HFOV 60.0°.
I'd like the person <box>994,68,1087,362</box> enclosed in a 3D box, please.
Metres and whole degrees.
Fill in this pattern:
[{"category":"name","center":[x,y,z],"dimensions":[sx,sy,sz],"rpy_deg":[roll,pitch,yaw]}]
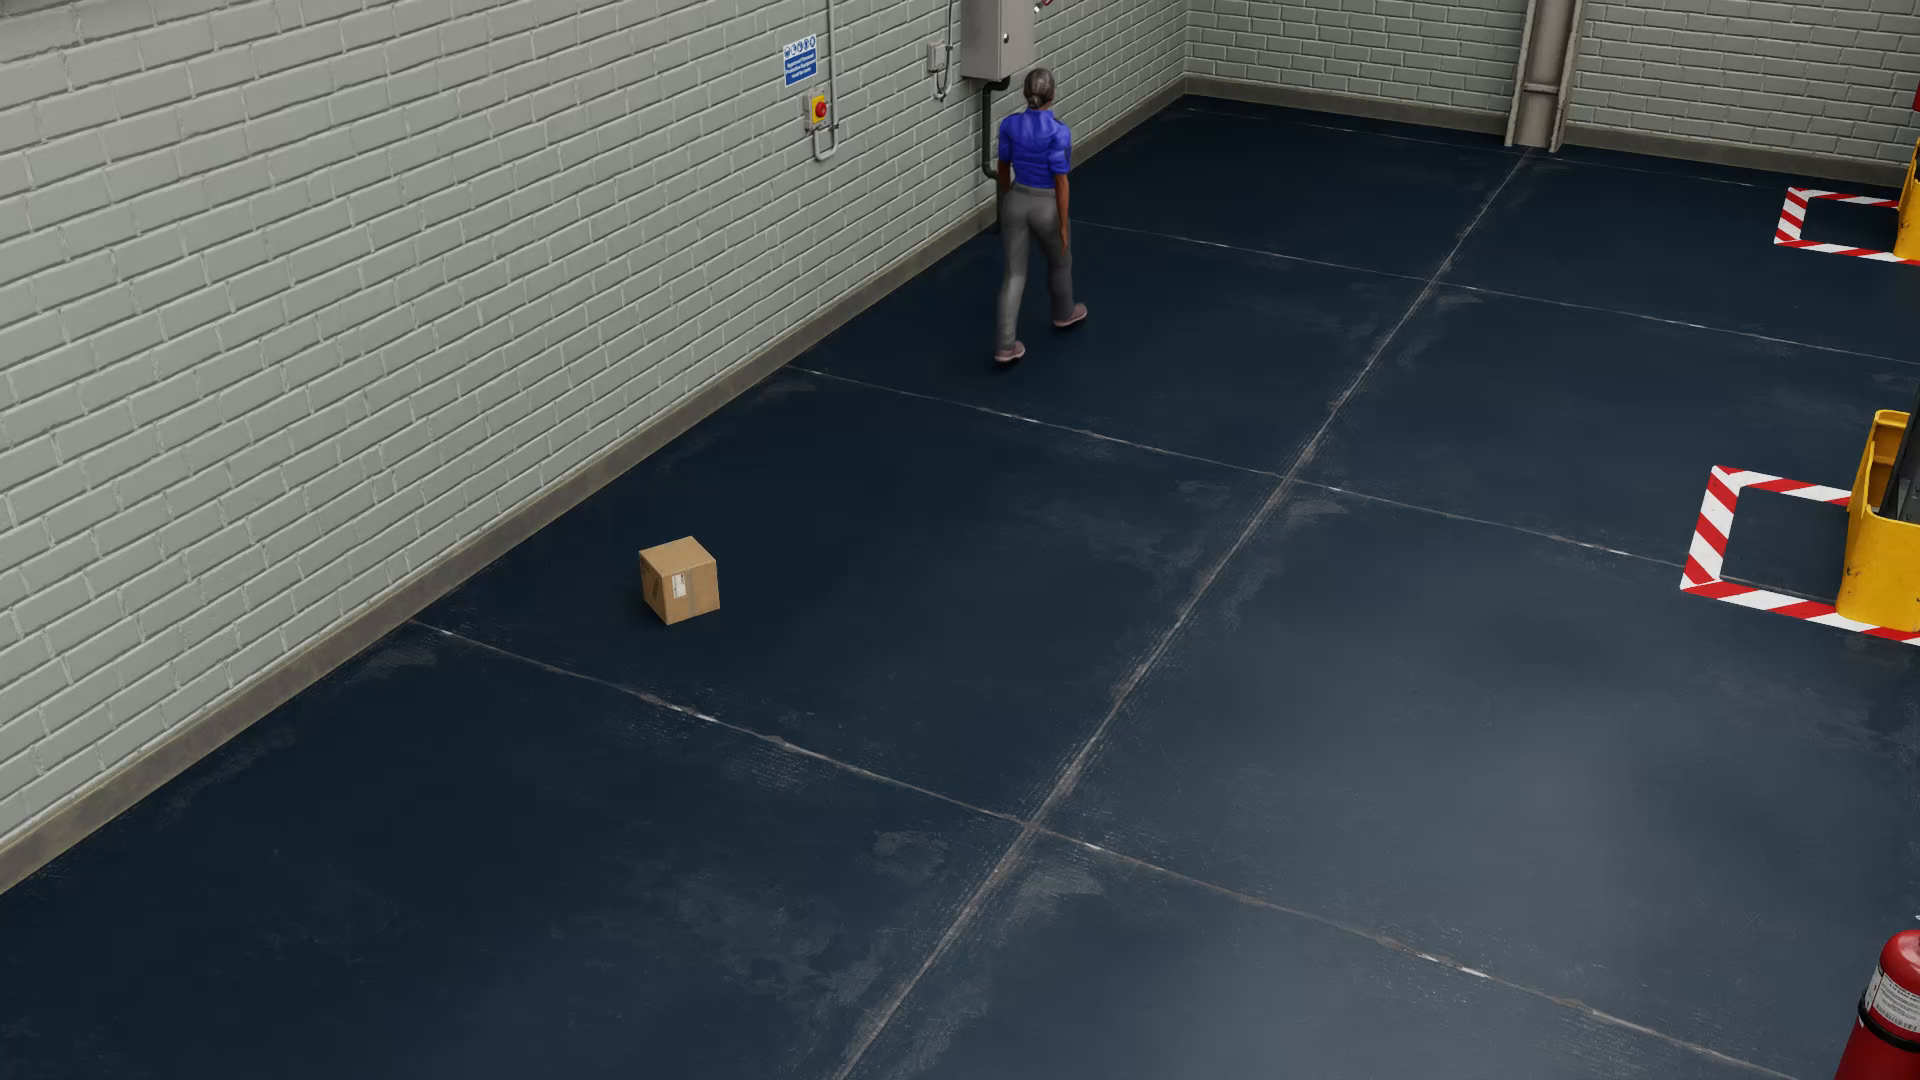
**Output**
[{"category":"person","center":[0.438,-1.870,9.326],"dimensions":[0.477,1.593,0.980],"rpy_deg":[11,32,19]}]
